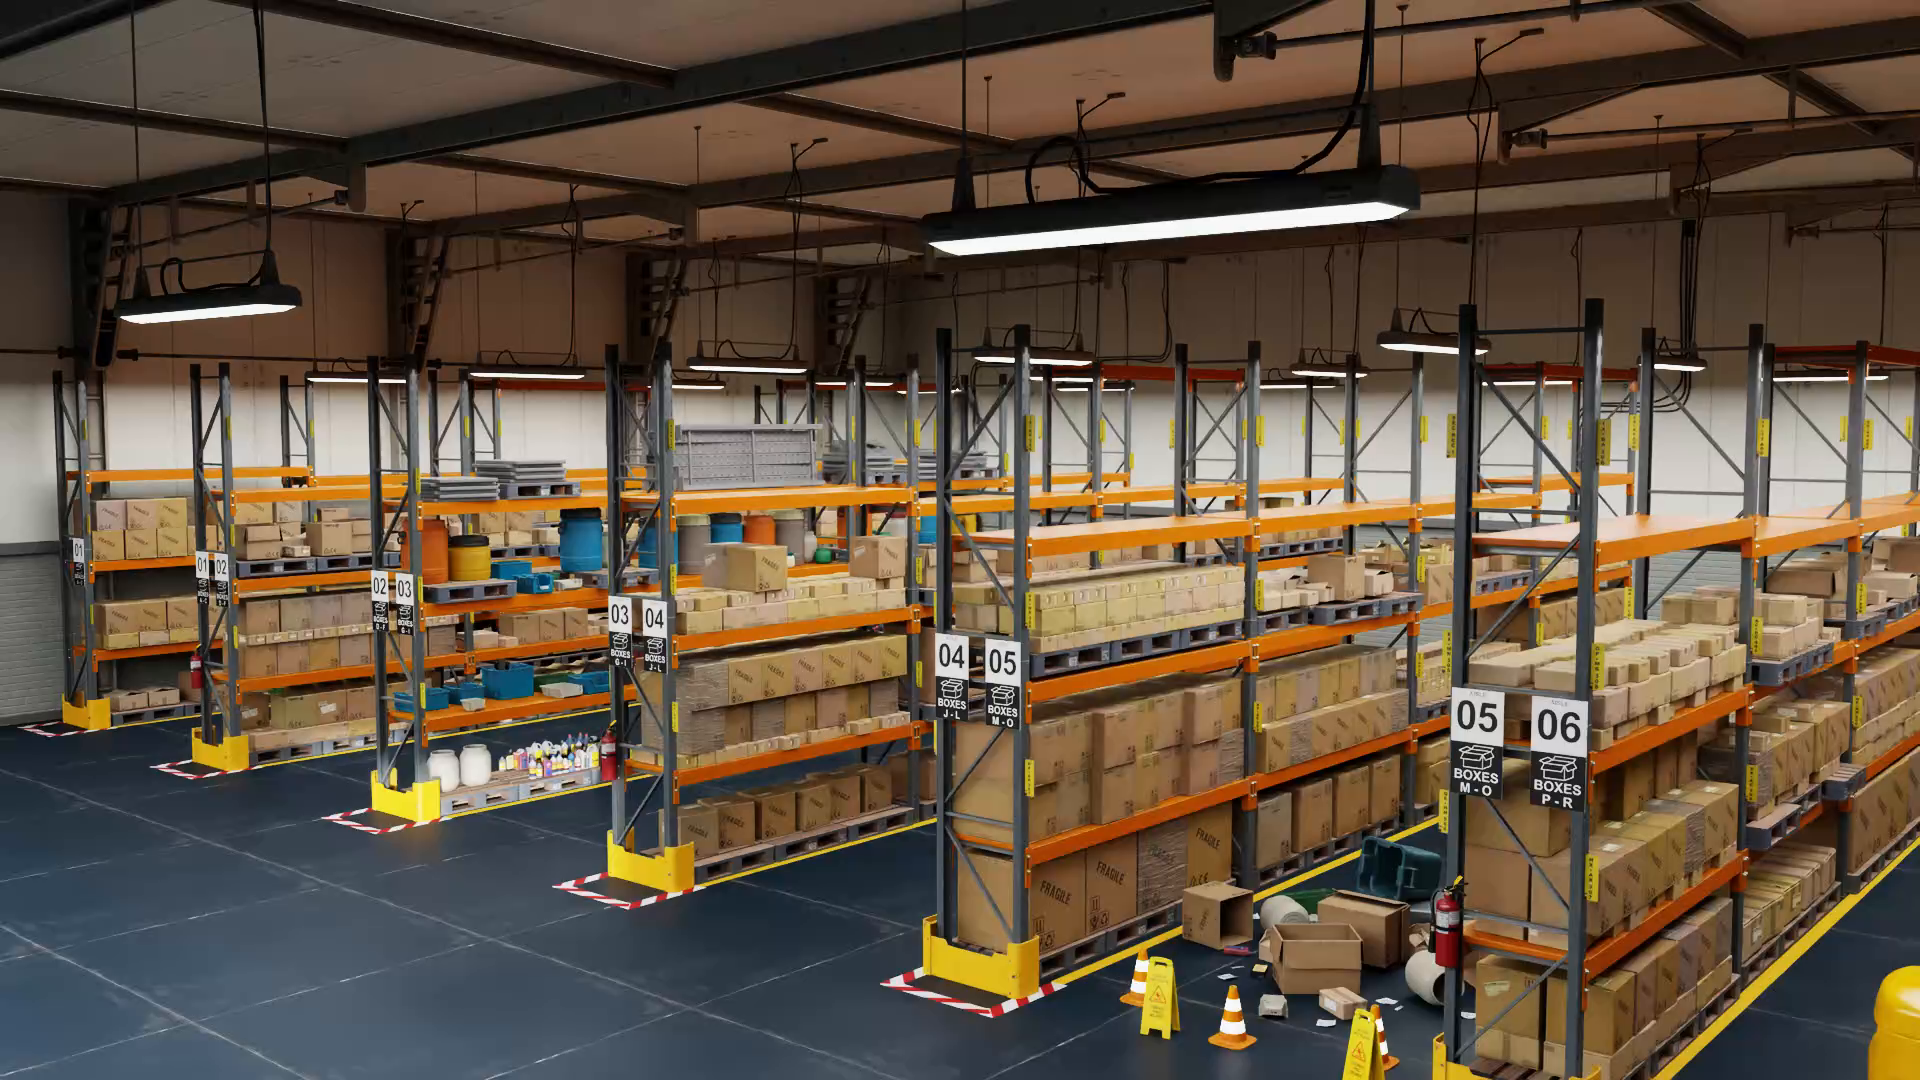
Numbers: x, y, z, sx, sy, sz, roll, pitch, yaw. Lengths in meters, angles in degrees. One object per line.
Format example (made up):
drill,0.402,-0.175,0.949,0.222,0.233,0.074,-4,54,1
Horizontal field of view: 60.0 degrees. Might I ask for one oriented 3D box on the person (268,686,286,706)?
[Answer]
person,-11.262,2.295,27.672,0.669,1.749,0.601,2,5,27
